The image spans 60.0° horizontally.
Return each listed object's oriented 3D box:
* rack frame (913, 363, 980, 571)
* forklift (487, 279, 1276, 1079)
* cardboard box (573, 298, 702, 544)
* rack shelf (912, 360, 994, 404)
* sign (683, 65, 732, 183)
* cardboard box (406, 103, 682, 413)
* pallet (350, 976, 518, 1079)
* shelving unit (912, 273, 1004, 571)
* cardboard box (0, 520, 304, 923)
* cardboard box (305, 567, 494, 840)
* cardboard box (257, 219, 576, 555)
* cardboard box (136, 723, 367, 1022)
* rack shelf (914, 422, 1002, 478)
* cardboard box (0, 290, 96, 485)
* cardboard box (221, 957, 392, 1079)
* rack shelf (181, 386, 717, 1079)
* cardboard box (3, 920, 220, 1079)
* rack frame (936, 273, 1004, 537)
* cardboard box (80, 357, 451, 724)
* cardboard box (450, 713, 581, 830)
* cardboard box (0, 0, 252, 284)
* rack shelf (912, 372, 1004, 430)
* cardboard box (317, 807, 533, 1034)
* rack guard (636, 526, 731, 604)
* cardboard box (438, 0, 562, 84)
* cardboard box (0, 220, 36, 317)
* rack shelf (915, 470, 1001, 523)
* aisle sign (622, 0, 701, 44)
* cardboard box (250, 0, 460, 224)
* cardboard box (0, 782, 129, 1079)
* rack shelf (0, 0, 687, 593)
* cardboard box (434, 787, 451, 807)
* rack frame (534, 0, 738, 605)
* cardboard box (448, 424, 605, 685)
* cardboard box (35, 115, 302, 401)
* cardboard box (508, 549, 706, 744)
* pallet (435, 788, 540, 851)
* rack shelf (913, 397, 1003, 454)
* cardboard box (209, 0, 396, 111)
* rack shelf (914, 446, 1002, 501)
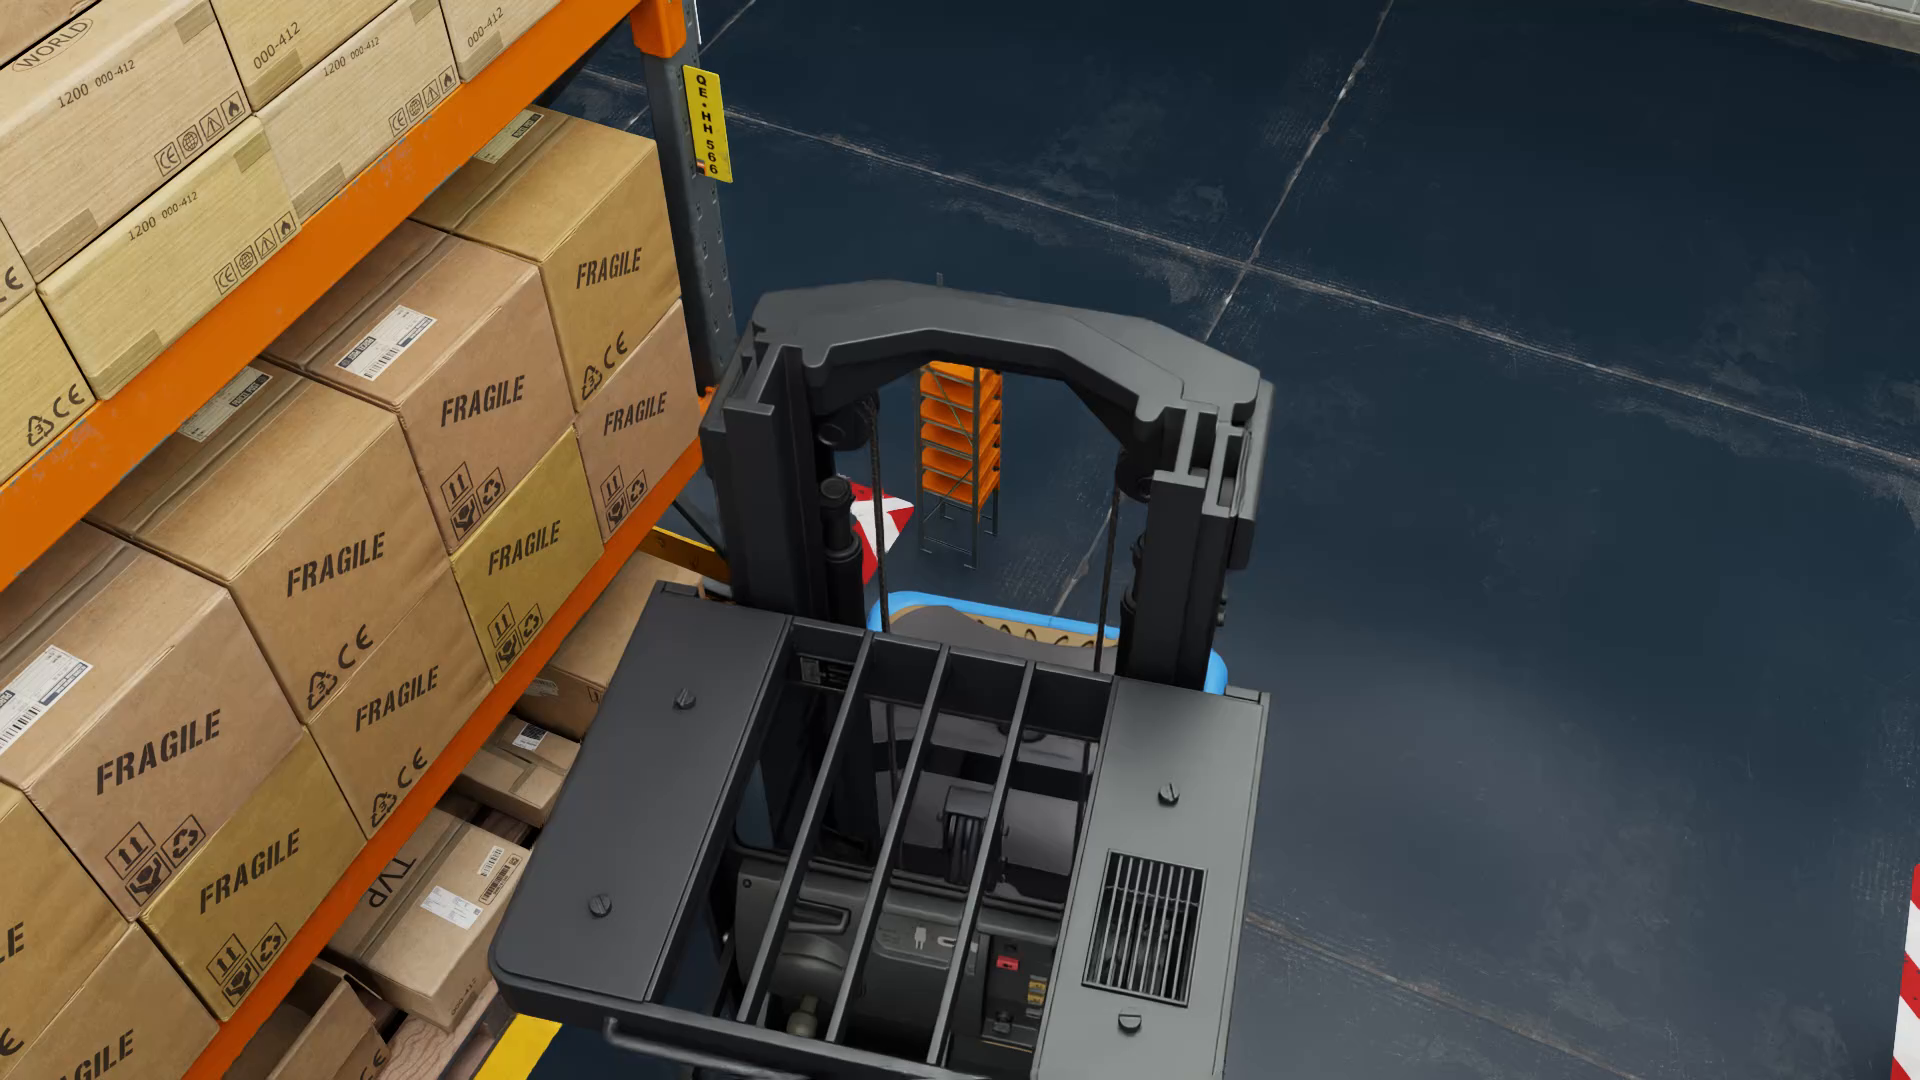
[{"bbox_3d":[-0.045,-0.316,5.731,0.240,1.200,0.006,20,52,16],"label":"rack frame"},{"bbox_3d":[-0.077,1.054,3.428,1.130,2.935,3.031,10,50,8],"label":"forklift"},{"bbox_3d":[-1.075,-0.400,4.555,0.500,0.500,0.500,21,53,17],"label":"cardboard box"},{"bbox_3d":[-0.006,-0.583,5.544,0.258,0.103,0.180,20,52,16],"label":"rack shelf"},{"bbox_3d":[-0.636,-1.048,4.204,0.100,0.325,0.005,20,52,16],"label":"sign"},{"bbox_3d":[-1.071,-0.725,4.175,0.500,0.500,0.500,19,52,16],"label":"cardboard box"},{"bbox_3d":[-2.024,1.578,4.769,1.003,0.211,1.213,20,52,16],"label":"pallet"},{"bbox_3d":[-0.006,-0.379,5.785,0.258,1.200,0.189,20,52,16],"label":"shelving unit"},{"bbox_3d":[-1.723,0.335,3.273,0.500,0.500,0.500,21,53,17],"label":"cardboard box"},{"bbox_3d":[-1.512,0.300,3.959,0.500,0.500,0.500,20,53,16],"label":"cardboard box"},{"bbox_3d":[-1.286,-0.377,3.879,0.500,0.500,0.500,21,53,17],"label":"cardboard box"},{"bbox_3d":[-1.727,0.647,3.664,0.500,0.500,0.500,19,52,16],"label":"cardboard box"},{"bbox_3d":[-0.006,-0.350,5.818,0.258,0.103,0.180,20,52,16],"label":"rack shelf"},{"bbox_3d":[-1.764,-0.220,2.597,0.500,0.250,0.500,20,52,16],"label":"cardboard box"},{"bbox_3d":[-2.041,1.361,4.473,0.797,0.503,0.637,20,52,16],"label":"cardboard box"},{"bbox_3d":[-1.984,0.846,4.033,1.077,0.370,4.000,20,52,16],"label":"rack shelf"},{"bbox_3d":[-1.943,0.998,3.366,0.500,0.500,0.500,20,52,16],"label":"cardboard box"},{"bbox_3d":[0.033,-0.442,5.838,0.240,1.200,0.006,20,52,16],"label":"rack frame"},{"bbox_3d":[-1.504,-0.018,3.574,0.500,0.500,0.500,21,53,17],"label":"cardboard box"},{"bbox_3d":[-1.394,0.715,5.243,0.380,0.166,0.250,20,52,16],"label":"cardboard box"},{"bbox_3d":[-1.549,-0.726,2.699,0.500,0.250,0.500,20,52,16],"label":"cardboard box"},{"bbox_3d":[-0.006,-0.506,5.636,0.258,0.103,0.180,20,52,16],"label":"rack shelf"},{"bbox_3d":[-1.572,1.083,4.875,0.500,0.250,0.500,20,52,16],"label":"cardboard box"},{"bbox_3d":[-1.162,0.098,5.838,1.175,0.500,0.348,20,52,16],"label":"rack guard"},{"bbox_3d":[-1.111,-1.248,3.472,0.500,0.250,0.500,20,52,16],"label":"cardboard box"},{"bbox_3d":[-1.757,-0.379,2.404,0.500,0.250,0.500,20,52,16],"label":"cardboard box"},{"bbox_3d":[-0.006,-0.195,6.001,0.258,0.103,0.180,20,52,16],"label":"rack shelf"},{"bbox_3d":[-0.824,-1.554,3.896,0.394,0.787,0.004,20,52,16],"label":"aisle sign"},{"bbox_3d":[-1.334,-0.908,3.182,0.500,0.250,0.500,20,52,16],"label":"cardboard box"},{"bbox_3d":[-1.943,0.691,2.970,0.500,0.500,0.500,18,52,15],"label":"cardboard box"},{"bbox_3d":[-1.984,-0.126,2.891,1.077,0.370,4.000,20,52,16],"label":"rack shelf"},{"bbox_3d":[-1.832,0.611,5.278,0.500,0.250,0.500,20,52,16],"label":"cardboard box"},{"bbox_3d":[-1.130,-0.764,4.931,1.000,3.000,0.127,20,52,16],"label":"rack frame"},{"bbox_3d":[-1.293,-0.041,4.250,0.500,0.500,0.500,20,53,16],"label":"cardboard box"},{"bbox_3d":[-1.536,-0.559,2.885,0.500,0.250,0.500,20,52,16],"label":"cardboard box"},{"bbox_3d":[-1.139,0.358,5.329,0.500,0.500,0.500,20,52,16],"label":"cardboard box"},{"bbox_3d":[-1.502,0.741,5.481,1.003,0.211,1.213,20,52,16],"label":"pallet"},{"bbox_3d":[-0.006,-0.428,5.727,0.258,0.103,0.180,20,52,16],"label":"rack shelf"},{"bbox_3d":[-1.332,-1.069,2.991,0.500,0.250,0.500,20,52,16],"label":"cardboard box"},{"bbox_3d":[-0.006,-0.272,5.910,0.258,0.103,0.180,20,52,16],"label":"rack shelf"}]
